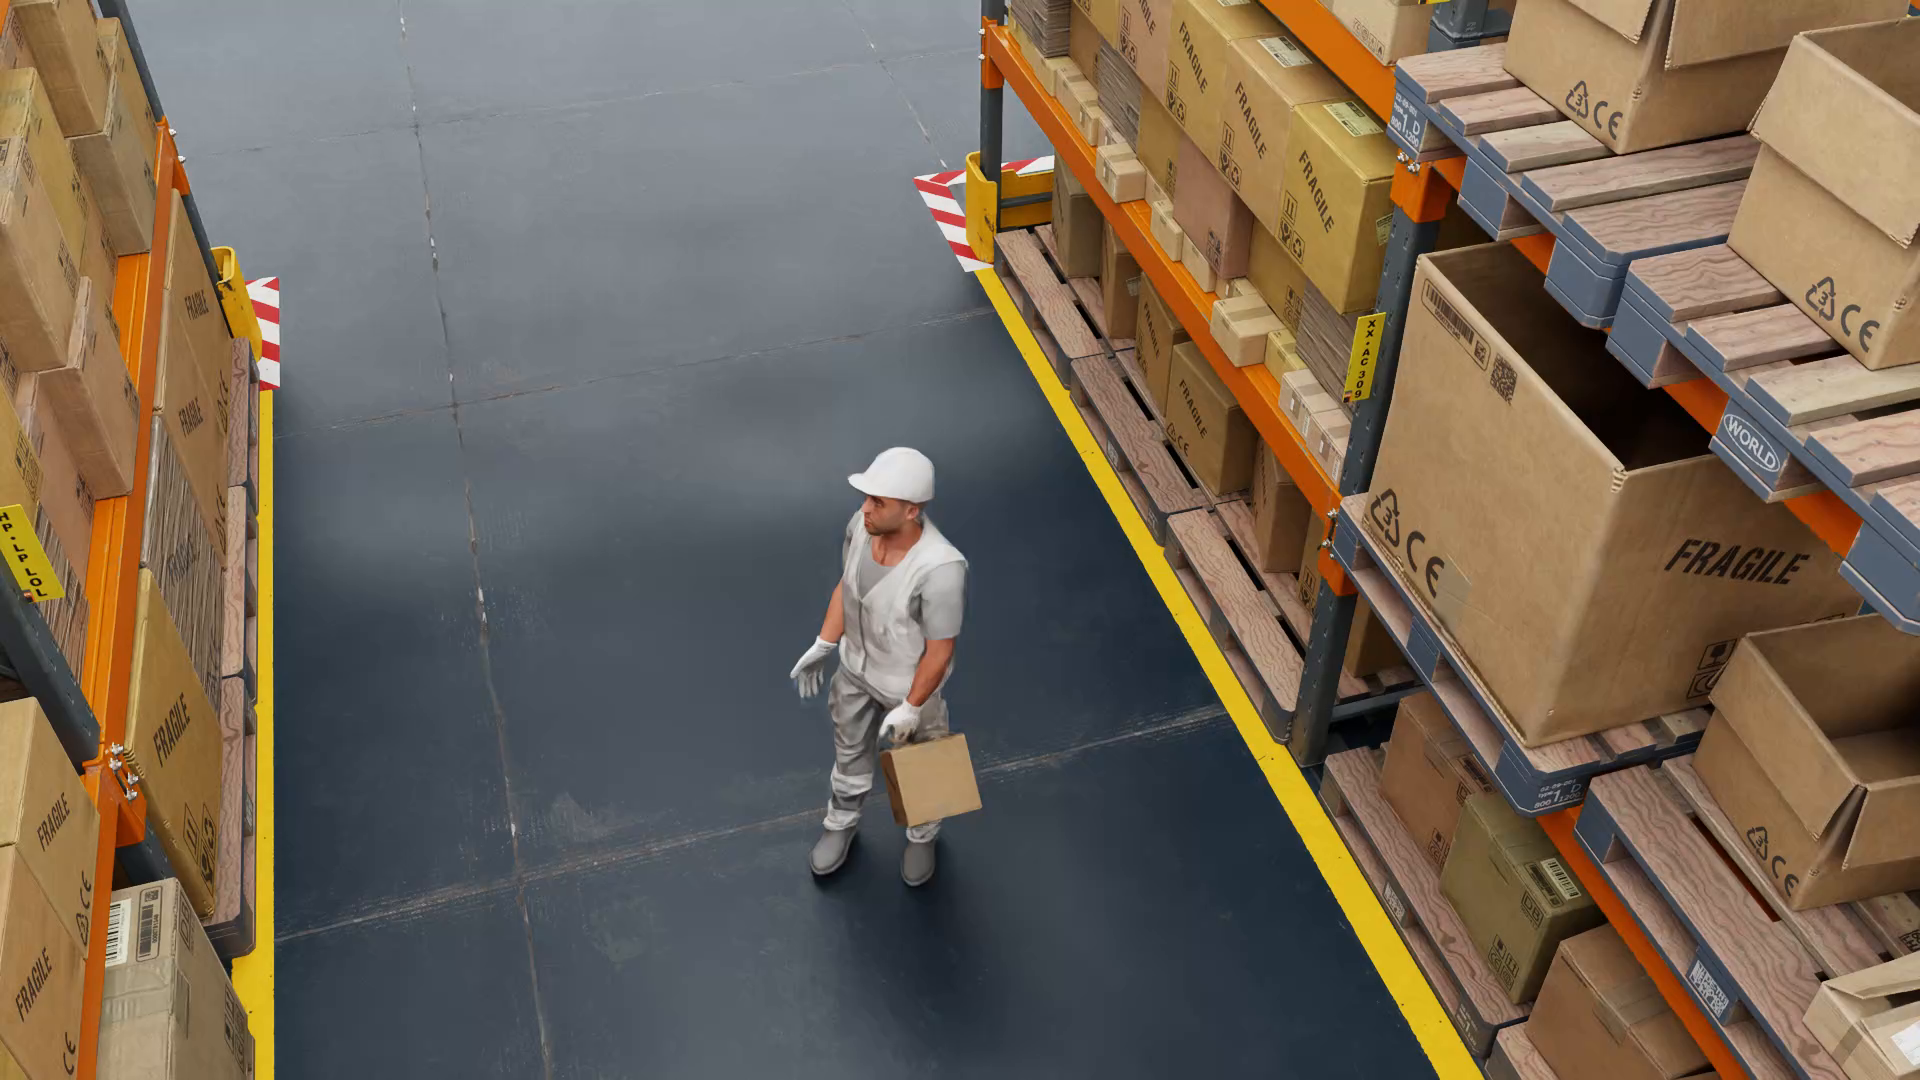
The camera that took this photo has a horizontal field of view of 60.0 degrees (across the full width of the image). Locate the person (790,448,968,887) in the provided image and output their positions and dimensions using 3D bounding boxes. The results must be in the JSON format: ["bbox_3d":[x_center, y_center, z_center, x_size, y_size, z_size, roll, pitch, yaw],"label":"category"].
[{"bbox_3d":[-0.263,0.490,5.573,0.531,1.794,0.552,31,50,30],"label":"person"}]
